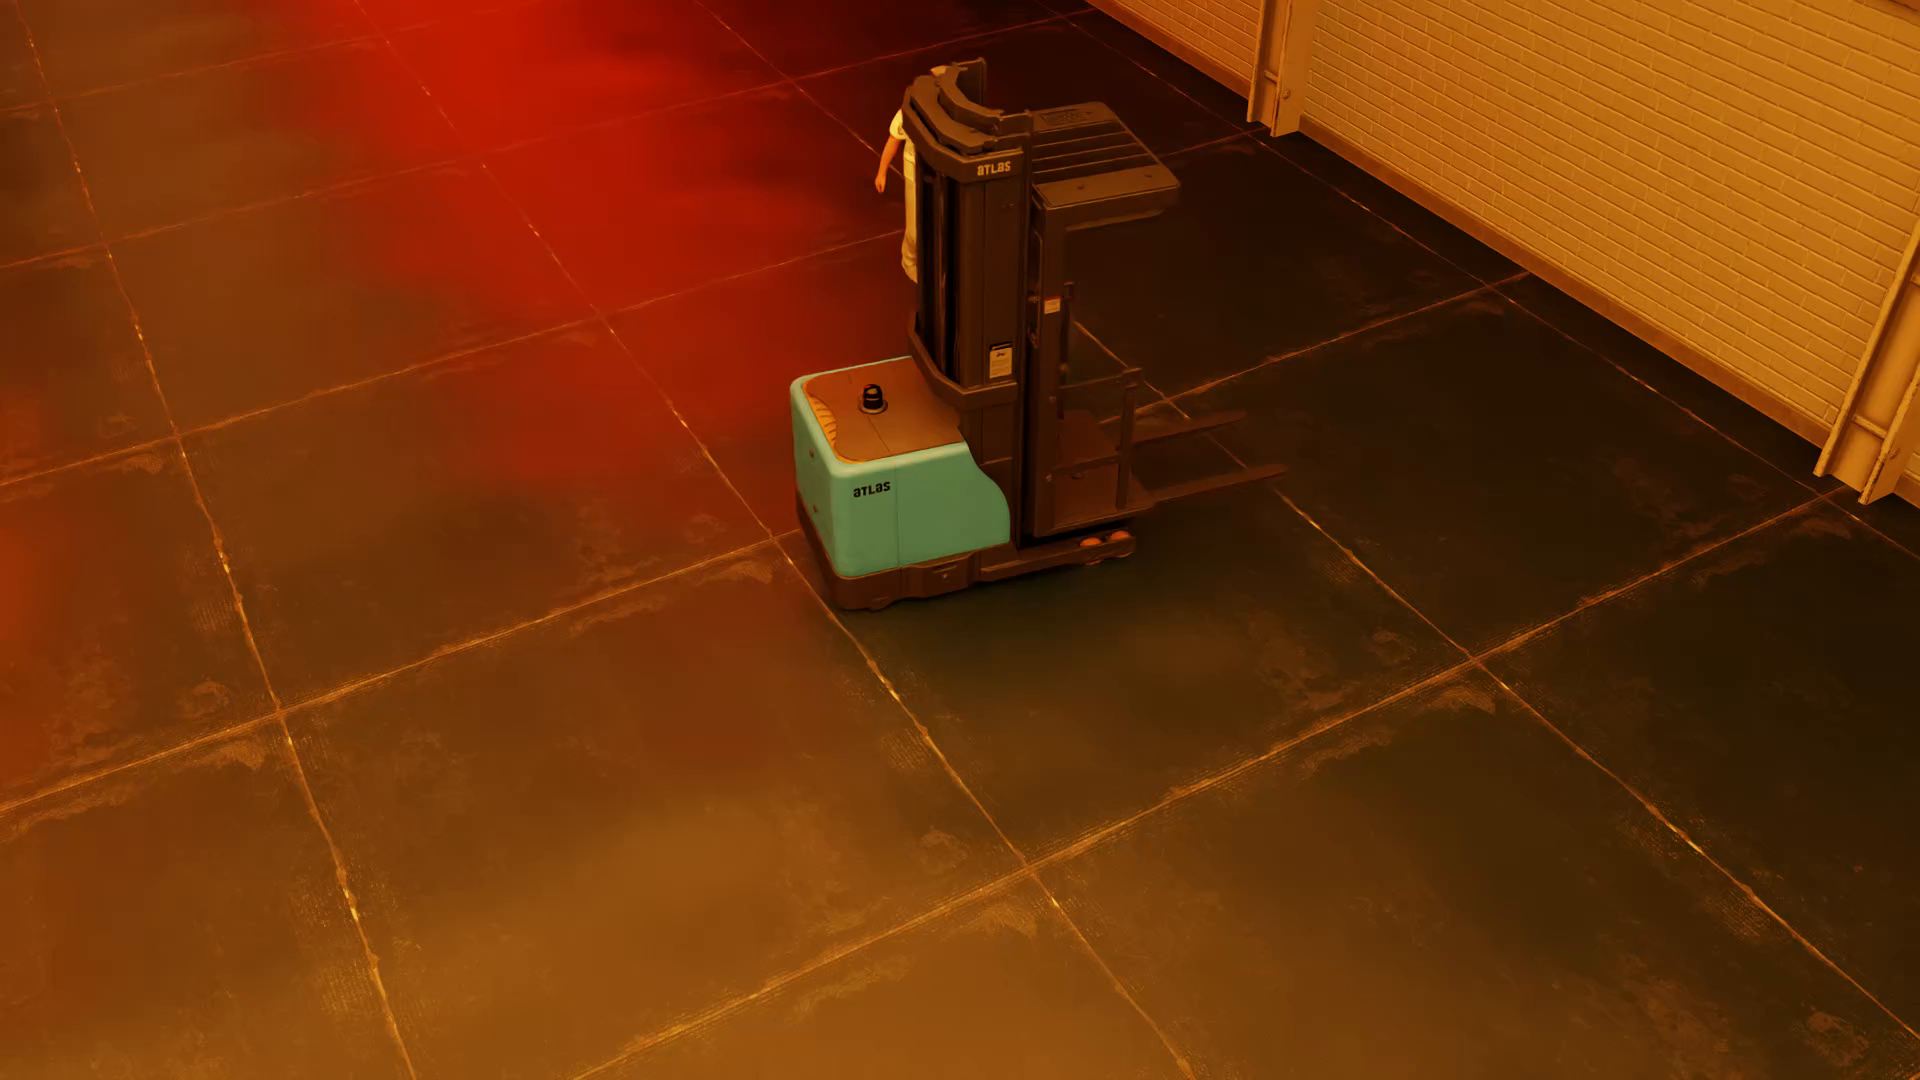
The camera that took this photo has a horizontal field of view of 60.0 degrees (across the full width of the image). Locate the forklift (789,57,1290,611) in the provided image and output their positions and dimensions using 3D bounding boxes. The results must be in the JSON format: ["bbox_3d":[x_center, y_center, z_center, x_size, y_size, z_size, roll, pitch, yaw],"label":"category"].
[{"bbox_3d":[0.552,-1.283,9.583,3.031,2.935,1.130,-13,41,-15],"label":"forklift"}]

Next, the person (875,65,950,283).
[{"bbox_3d":[-0.188,-2.701,12.281,0.891,1.724,0.440,-14,42,-16],"label":"person"}]
